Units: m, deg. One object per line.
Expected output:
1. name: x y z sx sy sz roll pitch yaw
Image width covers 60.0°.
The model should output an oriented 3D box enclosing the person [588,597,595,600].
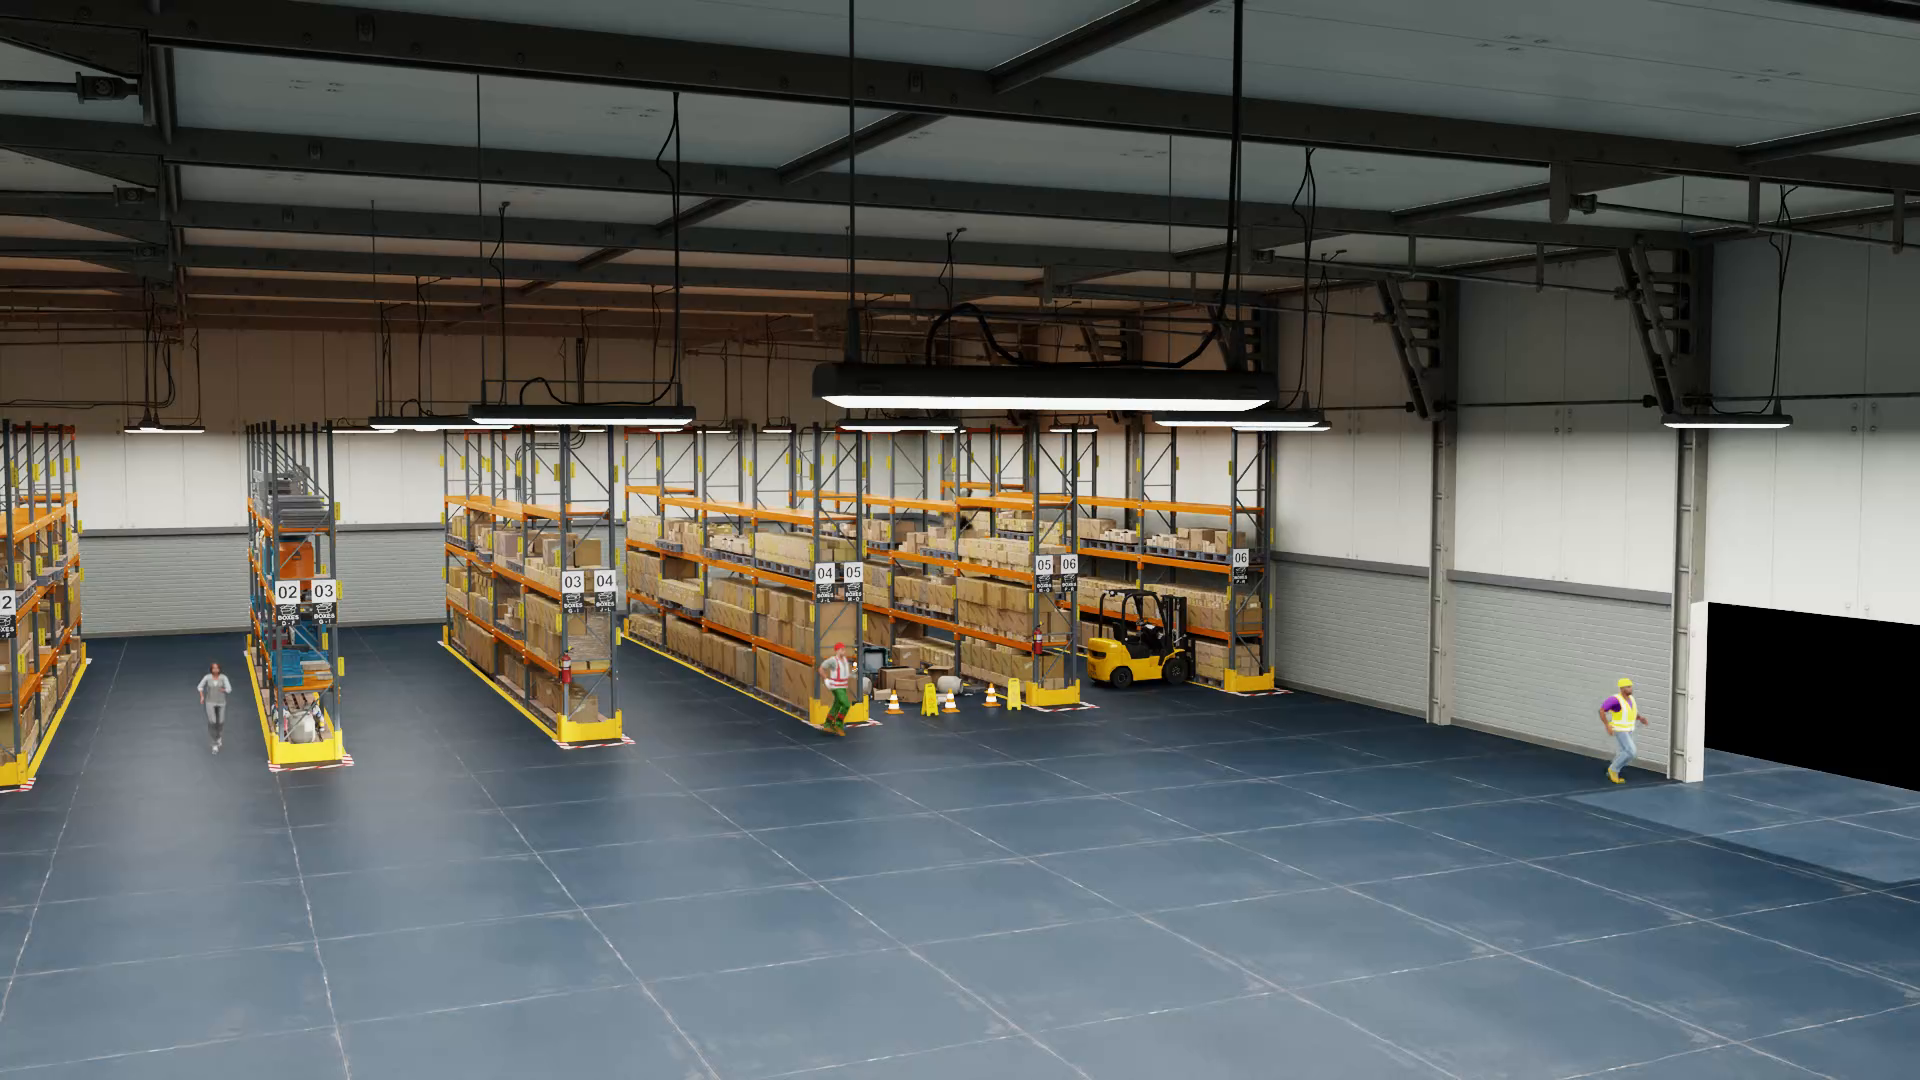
1. person: -10.677 1.938 47.678 0.705 1.616 0.543 2 4 30

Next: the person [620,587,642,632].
1. person: -9.572 1.788 48.938 0.833 1.817 0.703 -1 4 -23

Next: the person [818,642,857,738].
1. person: -2.311 2.848 31.712 0.742 1.800 0.645 2 4 31

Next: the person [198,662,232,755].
1. person: -13.513 3.020 30.192 0.517 1.630 0.784 -2 4 -33

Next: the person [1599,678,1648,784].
1. person: 10.939 3.139 27.323 0.700 1.738 0.633 -3 5 -39
